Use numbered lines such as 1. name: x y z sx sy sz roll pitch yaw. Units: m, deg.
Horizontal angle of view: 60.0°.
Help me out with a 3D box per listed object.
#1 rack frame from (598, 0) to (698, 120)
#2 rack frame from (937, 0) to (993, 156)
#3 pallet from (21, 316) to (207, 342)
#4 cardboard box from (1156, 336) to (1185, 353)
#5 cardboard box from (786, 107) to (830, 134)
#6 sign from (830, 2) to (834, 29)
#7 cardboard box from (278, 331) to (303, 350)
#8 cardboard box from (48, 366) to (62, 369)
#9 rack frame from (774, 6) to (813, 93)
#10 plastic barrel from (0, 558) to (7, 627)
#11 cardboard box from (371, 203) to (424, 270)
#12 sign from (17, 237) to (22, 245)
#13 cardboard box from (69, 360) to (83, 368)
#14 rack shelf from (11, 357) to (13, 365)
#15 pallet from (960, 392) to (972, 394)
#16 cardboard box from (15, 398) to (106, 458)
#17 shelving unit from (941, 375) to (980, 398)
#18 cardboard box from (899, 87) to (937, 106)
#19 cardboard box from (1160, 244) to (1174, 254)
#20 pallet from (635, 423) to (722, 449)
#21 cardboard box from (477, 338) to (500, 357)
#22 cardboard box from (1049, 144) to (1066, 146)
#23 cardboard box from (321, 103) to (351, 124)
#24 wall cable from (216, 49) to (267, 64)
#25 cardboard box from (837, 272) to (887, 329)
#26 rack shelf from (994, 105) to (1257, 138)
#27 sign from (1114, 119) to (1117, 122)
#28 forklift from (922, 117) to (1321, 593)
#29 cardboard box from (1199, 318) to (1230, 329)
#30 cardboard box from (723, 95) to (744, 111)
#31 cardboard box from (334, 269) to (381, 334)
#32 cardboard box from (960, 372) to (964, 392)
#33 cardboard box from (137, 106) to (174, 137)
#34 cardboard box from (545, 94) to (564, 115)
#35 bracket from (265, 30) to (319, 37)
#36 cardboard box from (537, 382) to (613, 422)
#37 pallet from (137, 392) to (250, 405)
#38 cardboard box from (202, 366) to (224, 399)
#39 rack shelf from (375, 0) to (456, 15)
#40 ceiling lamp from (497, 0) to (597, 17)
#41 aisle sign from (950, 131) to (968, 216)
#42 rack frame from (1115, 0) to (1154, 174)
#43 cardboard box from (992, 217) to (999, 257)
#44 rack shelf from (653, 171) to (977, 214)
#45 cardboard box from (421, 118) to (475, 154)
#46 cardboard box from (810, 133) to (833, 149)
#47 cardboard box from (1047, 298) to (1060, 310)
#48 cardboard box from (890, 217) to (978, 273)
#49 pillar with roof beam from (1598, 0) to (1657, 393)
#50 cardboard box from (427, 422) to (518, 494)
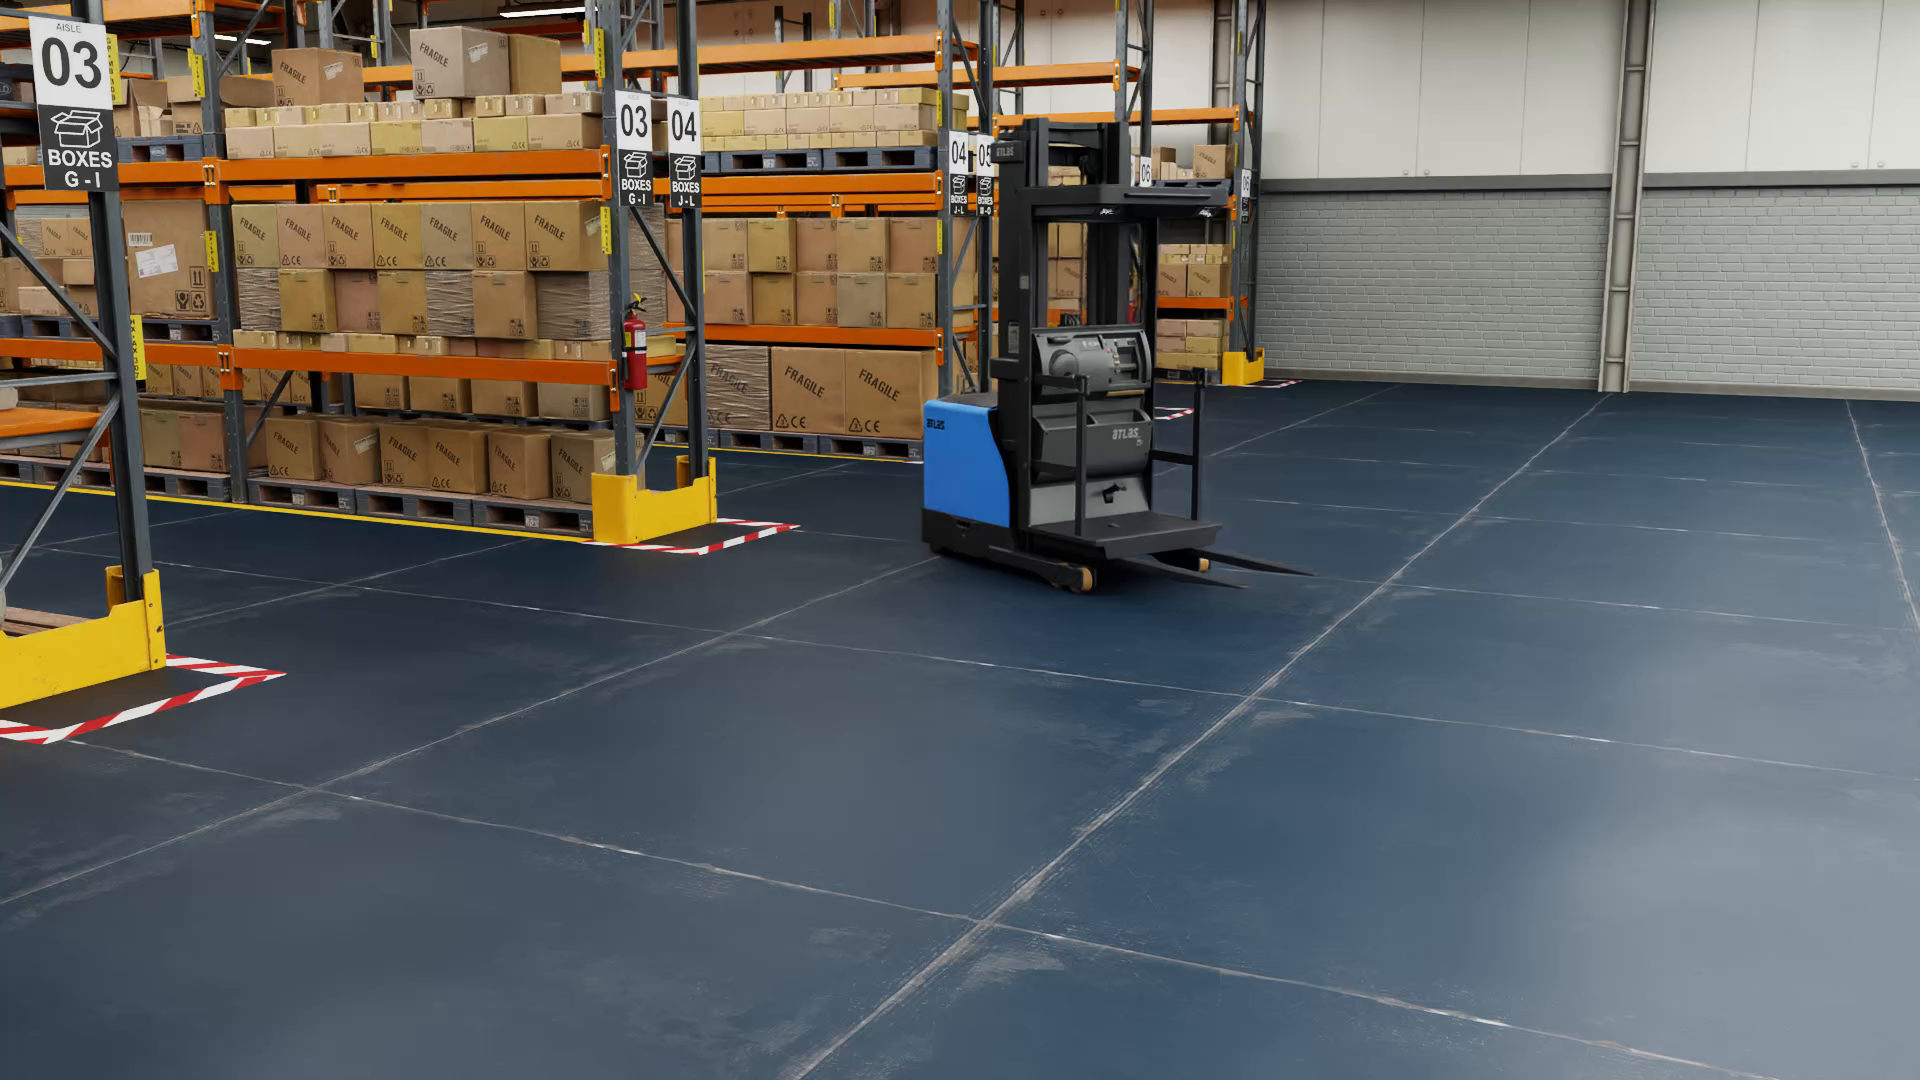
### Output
1. rack frame: -2.228 -4.492 11.783 0.127 3.000 1.000 5 11 26
2. rack frame: 0.058 -5.276 16.116 0.127 3.000 1.000 5 11 26
3. pallet: -7.608 -1.927 14.992 1.213 0.211 1.003 5 11 26
4. cardboard box: 3.331 -3.045 25.771 0.500 0.250 0.500 5 11 25
5. cardboard box: -1.403 -4.202 16.728 0.500 0.250 0.500 5 11 25
6. sign: -1.670 -6.839 21.680 0.005 0.325 0.100 5 11 26
7. cardboard box: -5.300 -1.630 13.518 0.250 0.149 0.380 5 11 26
8. cardboard box: -12.042 -2.284 22.419 0.250 0.149 0.380 5 12 27
9. rack frame: -2.824 -7.498 28.393 0.127 3.000 1.000 5 11 26
10. plastic barrel: -5.043 0.229 8.350 0.421 0.512 0.421 0 10 0
11. cardboard box: -4.173 -2.351 12.872 0.500 0.500 0.500 5 11 26
12. sign: -9.170 -2.789 16.188 0.005 0.325 0.100 5 11 26
13. cardboard box: -11.611 -2.385 22.142 0.250 0.149 0.380 5 11 25
14. rack shelf: -11.195 -1.974 16.736 4.000 0.370 1.077 5 11 26
15. pallet: 0.286 -1.923 22.261 1.213 0.211 1.003 5 11 26
16. cardboard box: -8.289 -1.066 15.480 0.500 0.500 0.700 4 11 21
17. shelving unit: 0.006 -0.592 12.132 0.189 1.200 0.258 6 12 31
18. cardboard box: -0.394 -4.297 16.136 0.250 0.149 0.380 5 11 26
19. cardboard box: 3.264 -4.488 25.665 0.250 0.149 0.380 5 11 26
20. pallet: -2.882 -1.195 18.240 1.213 0.211 1.003 5 11 26
21. cardboard box: -3.469 -1.486 12.723 0.250 0.149 0.380 5 11 26
22. cardboard box: 1.272 -4.891 20.875 0.250 0.149 0.380 5 11 25
23. cardboard box: -4.717 -3.297 12.902 0.250 0.149 0.380 5 11 25
24. wall cable: -14.493 -11.515 34.968 0.133 3.039 2.988 5 11 26
25. cardboard box: -0.798 -2.460 16.979 0.550 0.550 0.875 5 11 26
26. rack shelf: 2.557 -6.475 25.881 4.000 0.370 1.077 5 11 26
27. sign: 1.894 -4.948 20.236 0.005 0.325 0.100 5 11 26
28. forklift: 0.996 -1.207 10.667 1.130 2.935 3.031 -7 13 -35
29. cardboard box: 4.003 -3.330 25.939 0.500 0.250 0.500 5 11 25
30. cardboard box: -2.211 -4.457 17.019 0.250 0.149 0.380 5 11 26
31. cardboard box: -4.513 -1.937 13.396 0.500 0.500 0.875 5 11 26
32. cardboard box: -0.059 -2.120 22.066 0.500 0.250 0.500 5 11 25
33. cardboard box: -6.702 -3.530 14.088 0.258 0.266 0.396 5 12 28
34. cardboard box: -2.796 -3.150 12.091 0.250 0.149 0.380 5 11 24
35. bracket: -15.052 -10.453 34.609 5.218 0.066 0.076 5 11 26
36. cardboard box: -4.126 -1.774 18.746 0.750 0.750 1.050 5 11 26
37. pallet: -10.005 -1.837 21.786 1.213 0.211 1.003 5 11 26
38. cardboard box: -9.207 -2.065 21.060 0.500 0.500 0.500 5 12 27
39. rack shelf: -6.810 -8.144 24.651 4.000 0.370 1.077 5 11 26
40. ceiling lamp: -6.632 -10.269 27.311 2.000 3.185 0.800 5 11 26
41. aisle sign: -0.011 -3.550 16.123 0.004 0.787 0.394 5 11 26
42. rack frame: 2.157 -6.075 20.528 0.127 3.000 1.000 5 11 26
43. cardboard box: 0.649 -3.881 21.326 0.500 0.500 0.700 5 11 25
44. rack shelf: -1.736 -3.604 17.318 4.000 0.370 1.077 5 11 26
45. cardboard box: -3.677 -3.020 12.495 0.500 0.250 0.500 5 12 27
46. cardboard box: -1.303 -3.985 16.648 0.250 0.149 0.380 5 11 25
47. cardboard box: 1.231 -3.020 21.202 0.250 0.149 0.380 5 11 25
48. cardboard box: -0.258 -2.965 16.737 0.550 0.550 0.875 5 11 26
49. pillar with roof beam: 7.601 -5.906 19.597 0.400 9.000 9.100 5 11 26
50. cardboard box: -3.884 -0.663 13.309 0.500 0.500 0.500 6 12 31
